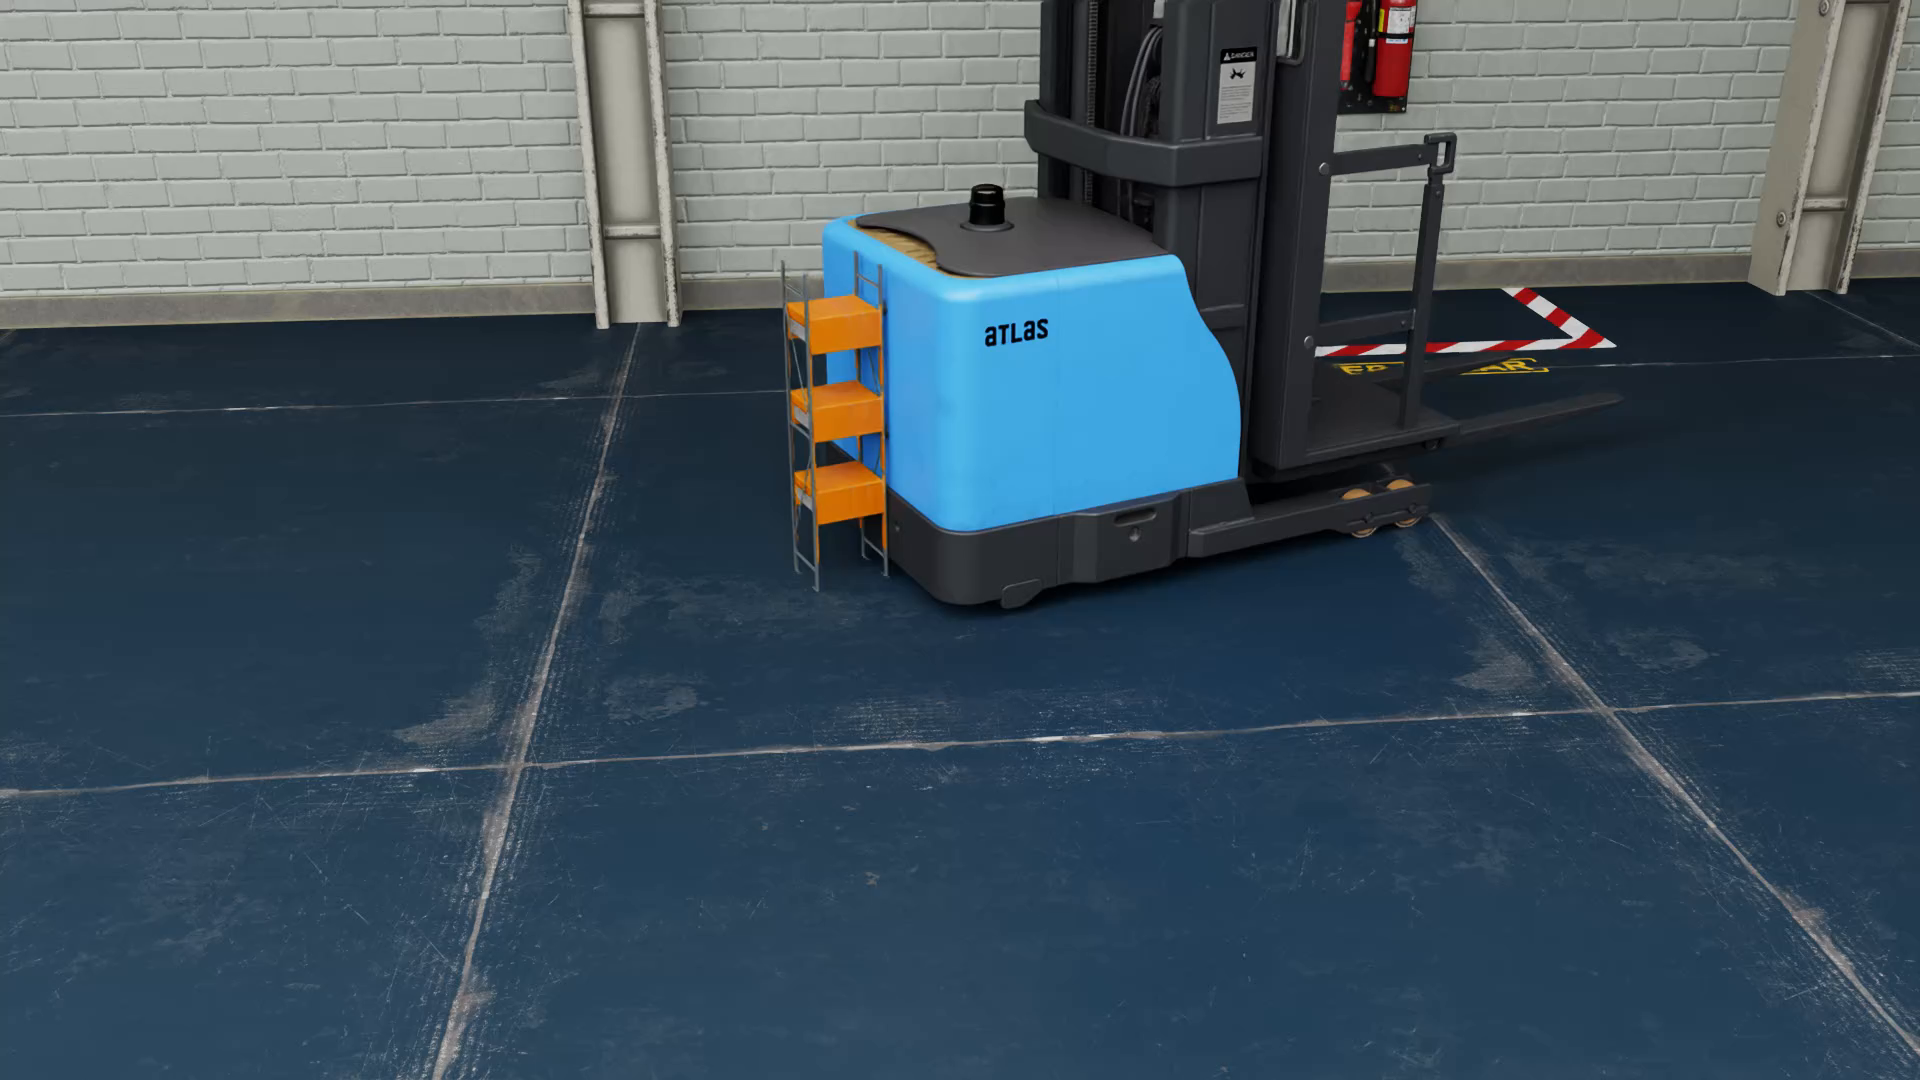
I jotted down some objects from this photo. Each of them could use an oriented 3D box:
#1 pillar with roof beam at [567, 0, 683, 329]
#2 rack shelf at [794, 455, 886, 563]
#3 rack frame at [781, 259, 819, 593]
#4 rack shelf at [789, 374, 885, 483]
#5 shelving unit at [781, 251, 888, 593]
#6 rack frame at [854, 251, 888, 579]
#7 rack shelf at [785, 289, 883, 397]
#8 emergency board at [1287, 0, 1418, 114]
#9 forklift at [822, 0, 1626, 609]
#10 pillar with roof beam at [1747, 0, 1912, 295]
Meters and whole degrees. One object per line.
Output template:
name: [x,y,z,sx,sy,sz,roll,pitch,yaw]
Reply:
pillar with roof beam: [-1.153,-3.466,2.469,0.400,9.000,9.100,-2,24,-5]
rack shelf: [-0.393,-0.103,5.400,0.240,0.259,0.215,-12,27,-24]
rack frame: [-0.502,-0.344,5.232,0.008,1.050,0.200,-12,27,-24]
rack shelf: [-0.393,-0.357,5.287,0.240,0.259,0.215,-12,27,-24]
shelving unit: [-0.393,-0.367,5.283,0.252,1.050,0.215,-12,27,-24]
rack frame: [-0.285,-0.389,5.333,0.008,1.050,0.200,-12,27,-24]
rack shelf: [-0.393,-0.616,5.172,0.240,0.259,0.215,-12,27,-24]
emergency board: [1.932,-2.621,7.954,0.643,1.169,0.194,-2,24,-5]
forklift: [1.080,-1.526,5.575,3.031,2.935,1.130,-12,27,-24]
pillar with roof beam: [4.818,-3.706,3.008,0.400,9.000,9.100,-2,24,-5]
